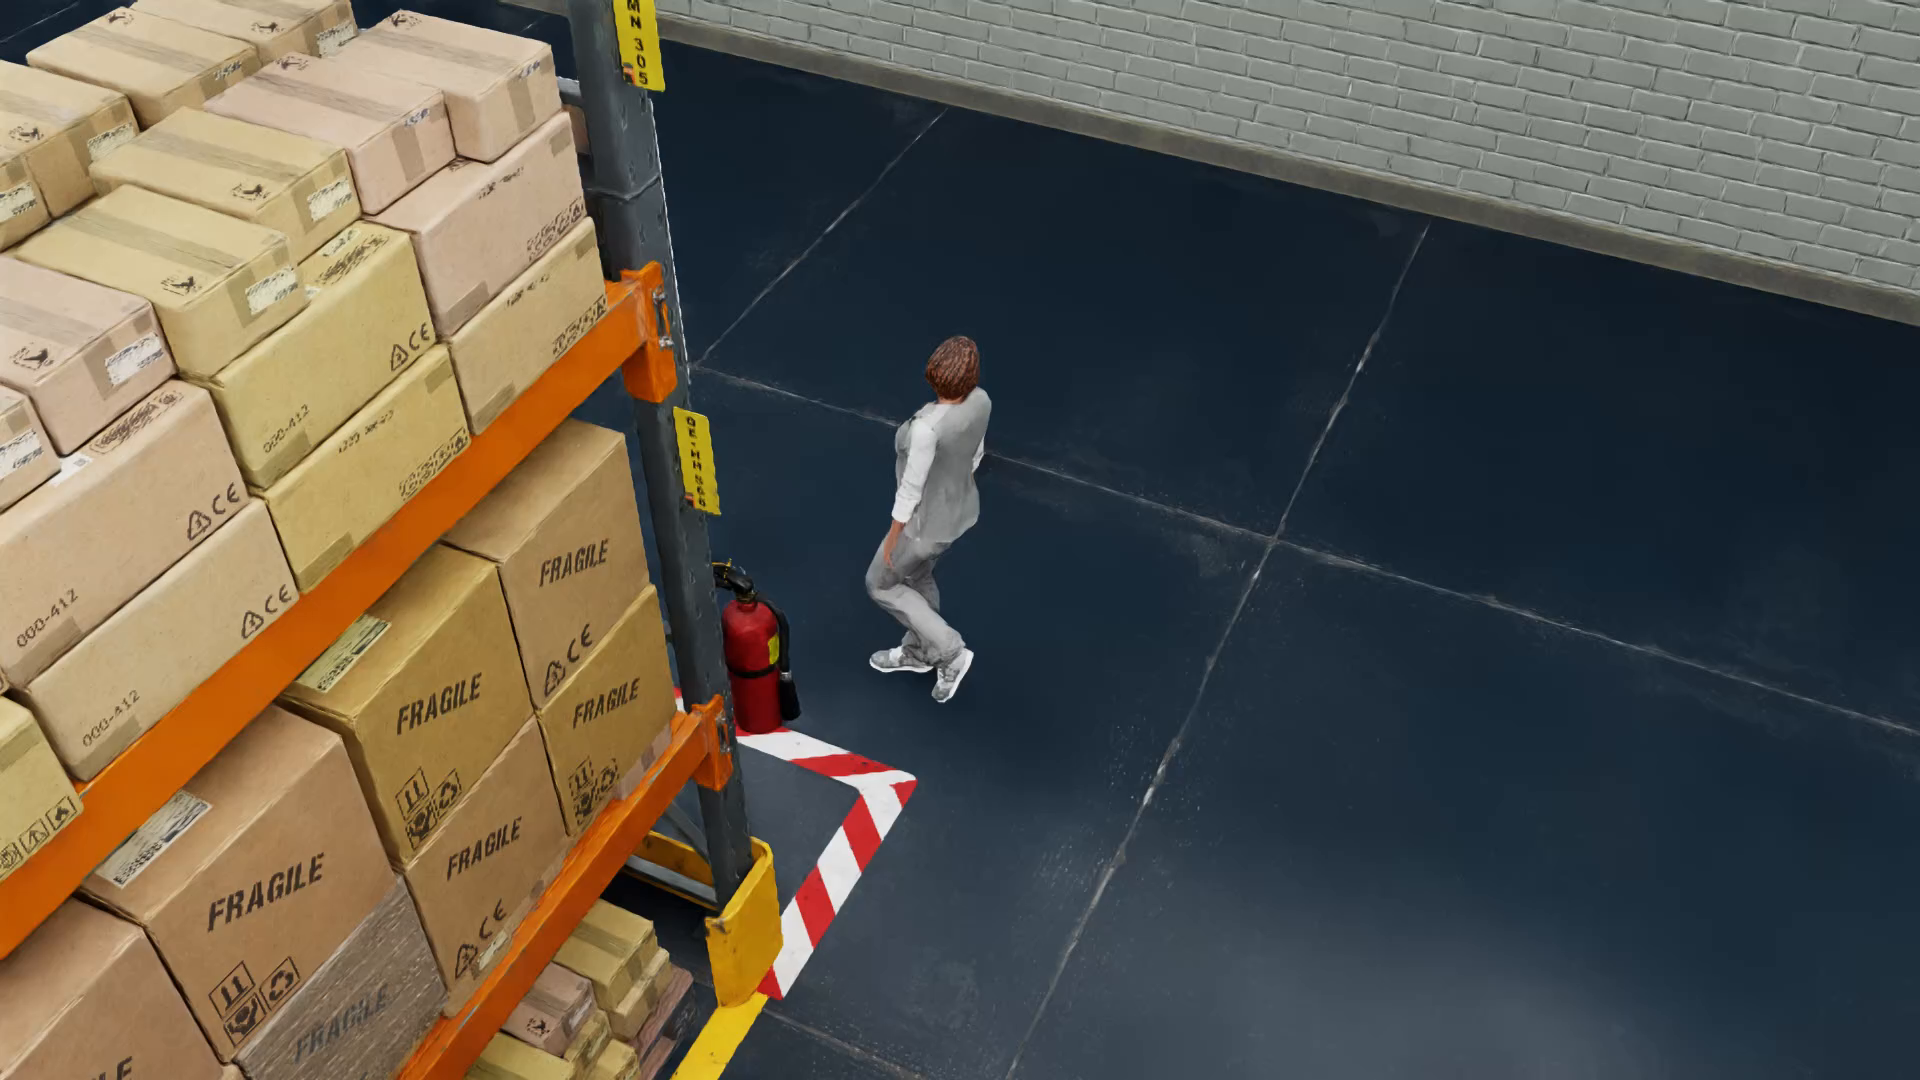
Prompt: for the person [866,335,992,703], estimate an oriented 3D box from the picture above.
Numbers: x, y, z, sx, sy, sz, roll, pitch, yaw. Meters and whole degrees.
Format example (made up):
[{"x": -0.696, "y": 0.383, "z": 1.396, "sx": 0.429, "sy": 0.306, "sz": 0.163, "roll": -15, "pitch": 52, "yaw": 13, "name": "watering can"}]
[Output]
[{"x": -0.095, "y": -0.075, "z": 6.273, "sx": 0.480, "sy": 1.574, "sz": 0.483, "roll": 20, "pitch": 46, "yaw": 21, "name": "person"}]
